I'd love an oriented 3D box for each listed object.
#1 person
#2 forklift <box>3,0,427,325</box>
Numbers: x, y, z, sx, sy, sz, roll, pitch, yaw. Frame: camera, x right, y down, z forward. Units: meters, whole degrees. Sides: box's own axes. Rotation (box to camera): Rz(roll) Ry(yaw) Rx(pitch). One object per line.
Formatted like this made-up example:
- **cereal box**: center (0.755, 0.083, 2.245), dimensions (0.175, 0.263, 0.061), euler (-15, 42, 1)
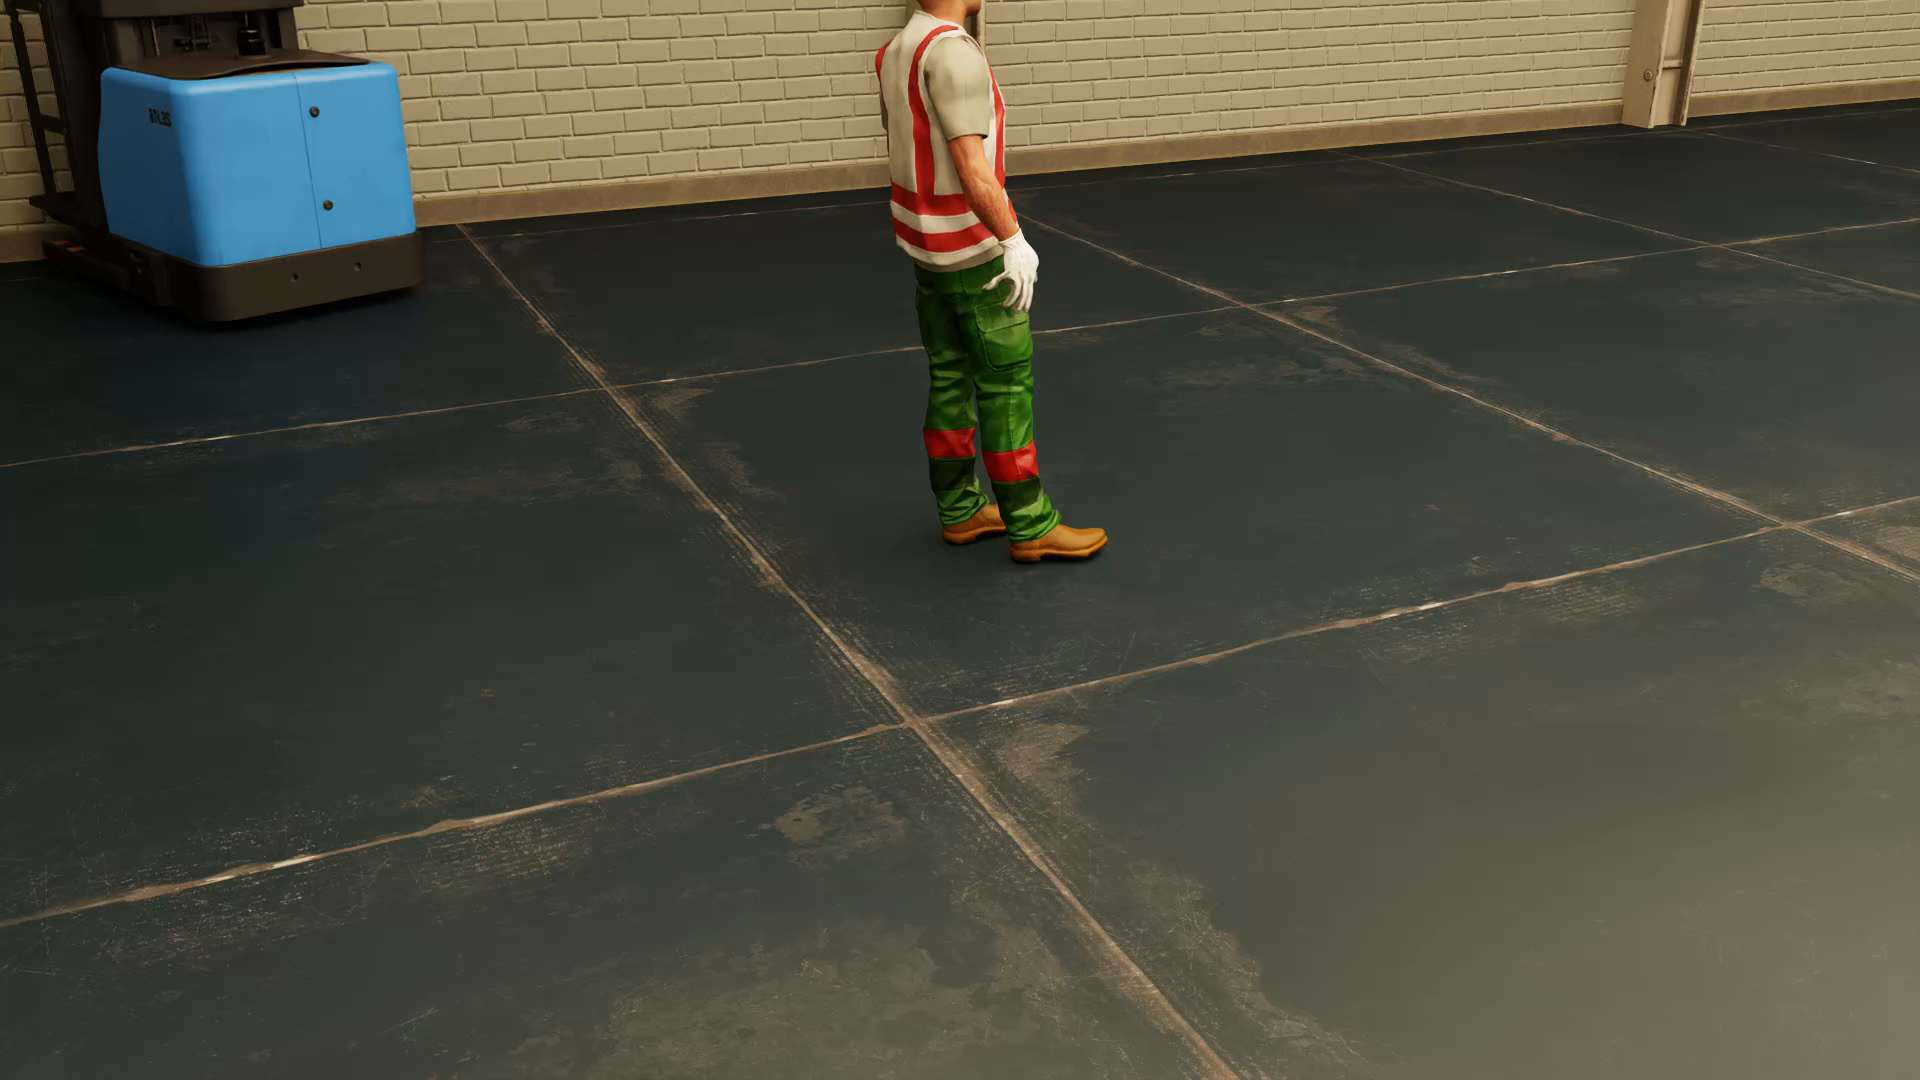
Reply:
- **person**: center (0.078, -0.842, 4.782), dimensions (0.562, 1.790, 0.637), euler (-10, 25, -23)
- **forklift**: center (-3.938, -2.761, 7.932), dimensions (3.031, 2.935, 1.130), euler (20, 30, 40)
